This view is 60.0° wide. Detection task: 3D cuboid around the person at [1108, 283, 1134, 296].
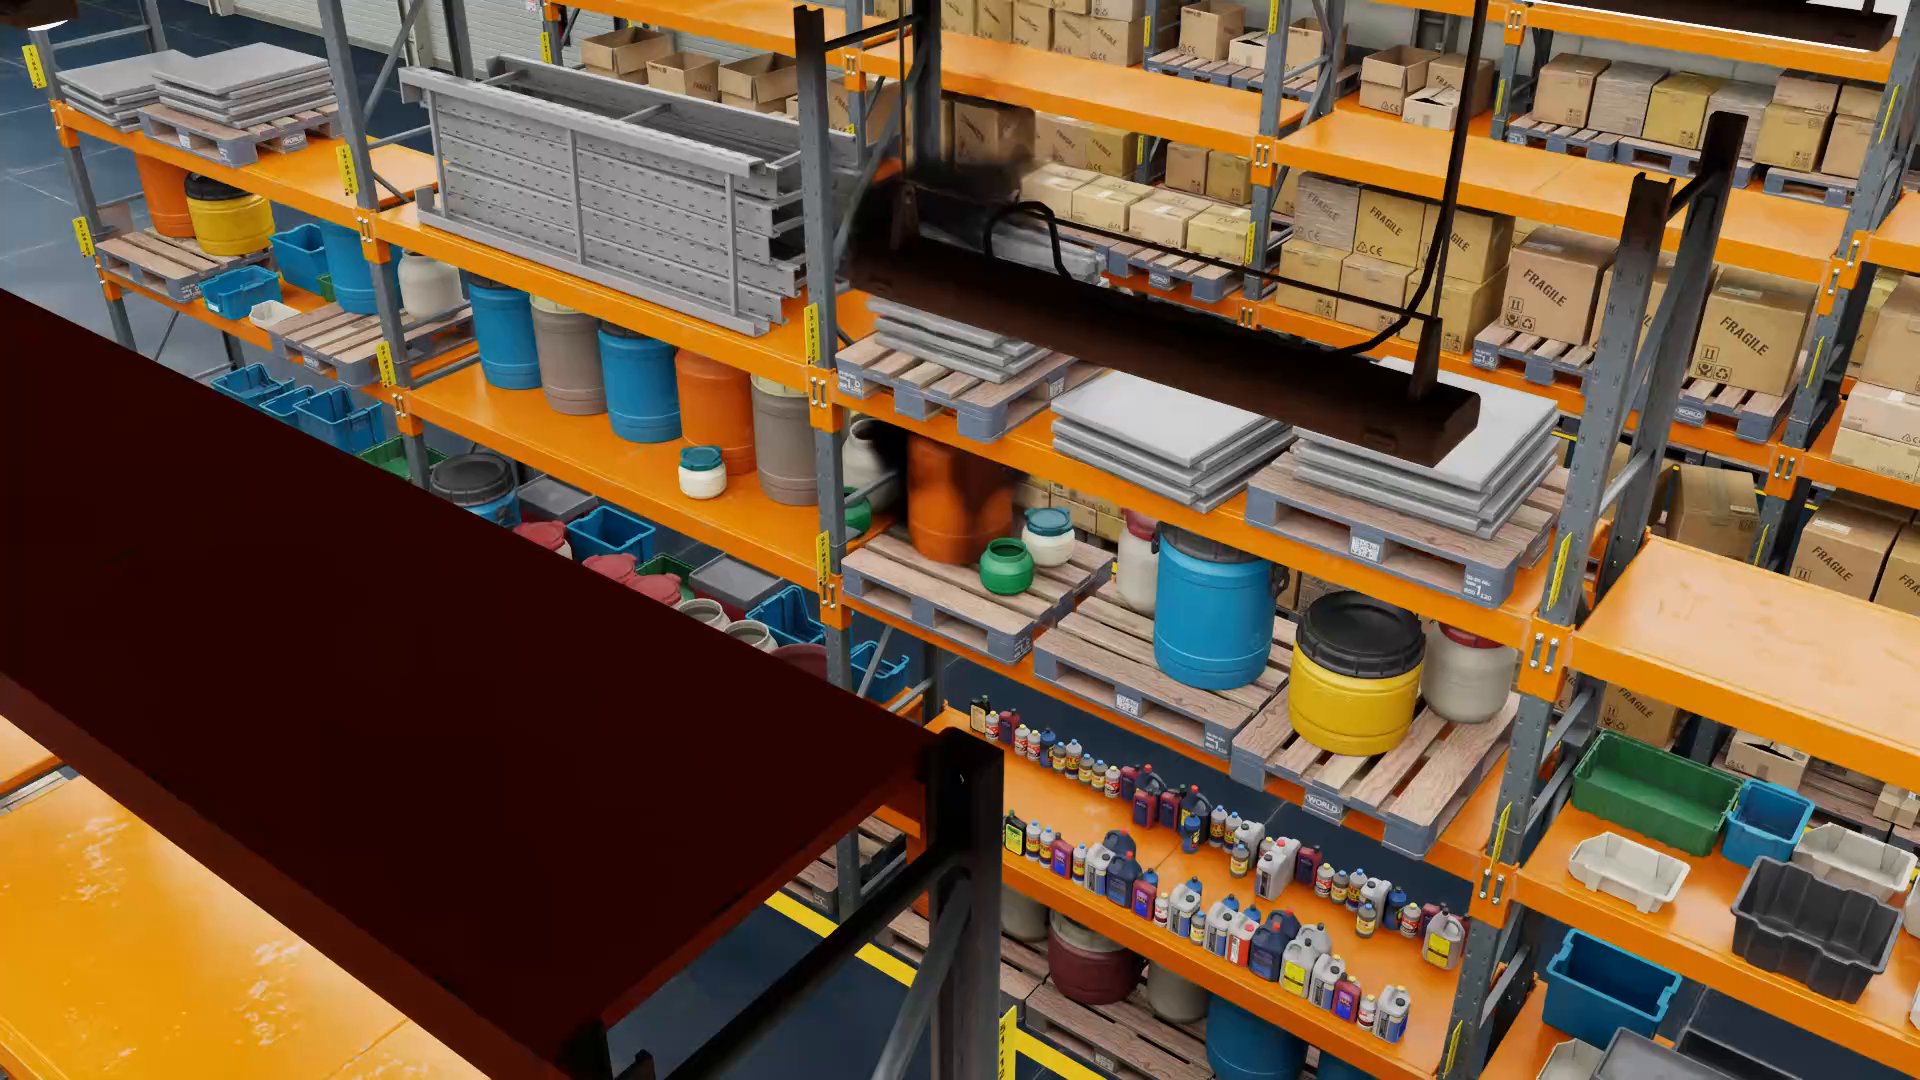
[{"bbox_3d":[1.578,-2.237,17.226,0.705,1.824,0.632,14,34,21],"label":"person"}]
